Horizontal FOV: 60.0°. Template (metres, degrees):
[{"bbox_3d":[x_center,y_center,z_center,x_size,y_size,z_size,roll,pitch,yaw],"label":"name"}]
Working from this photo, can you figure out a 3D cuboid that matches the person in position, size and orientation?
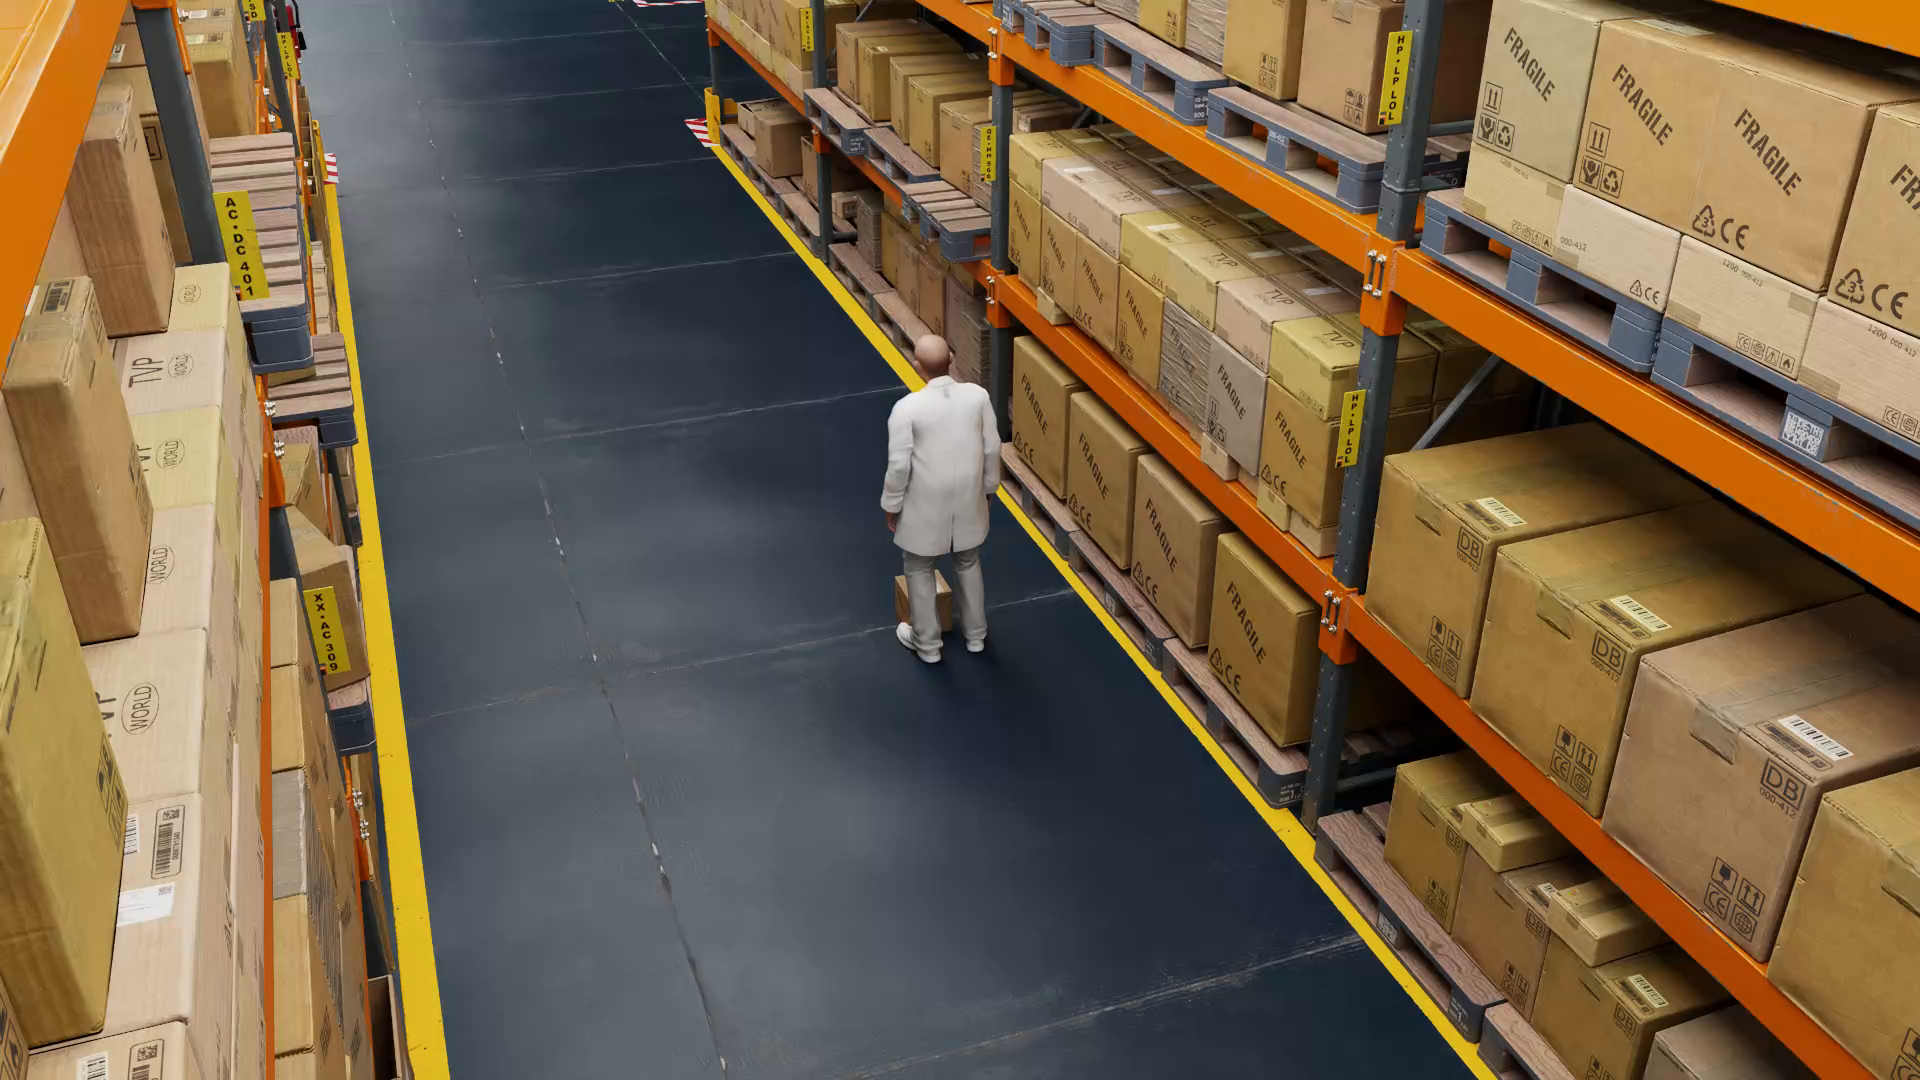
[{"bbox_3d":[-0.097,-0.207,8.510,0.644,1.773,0.425,-12,31,-19],"label":"person"}]
